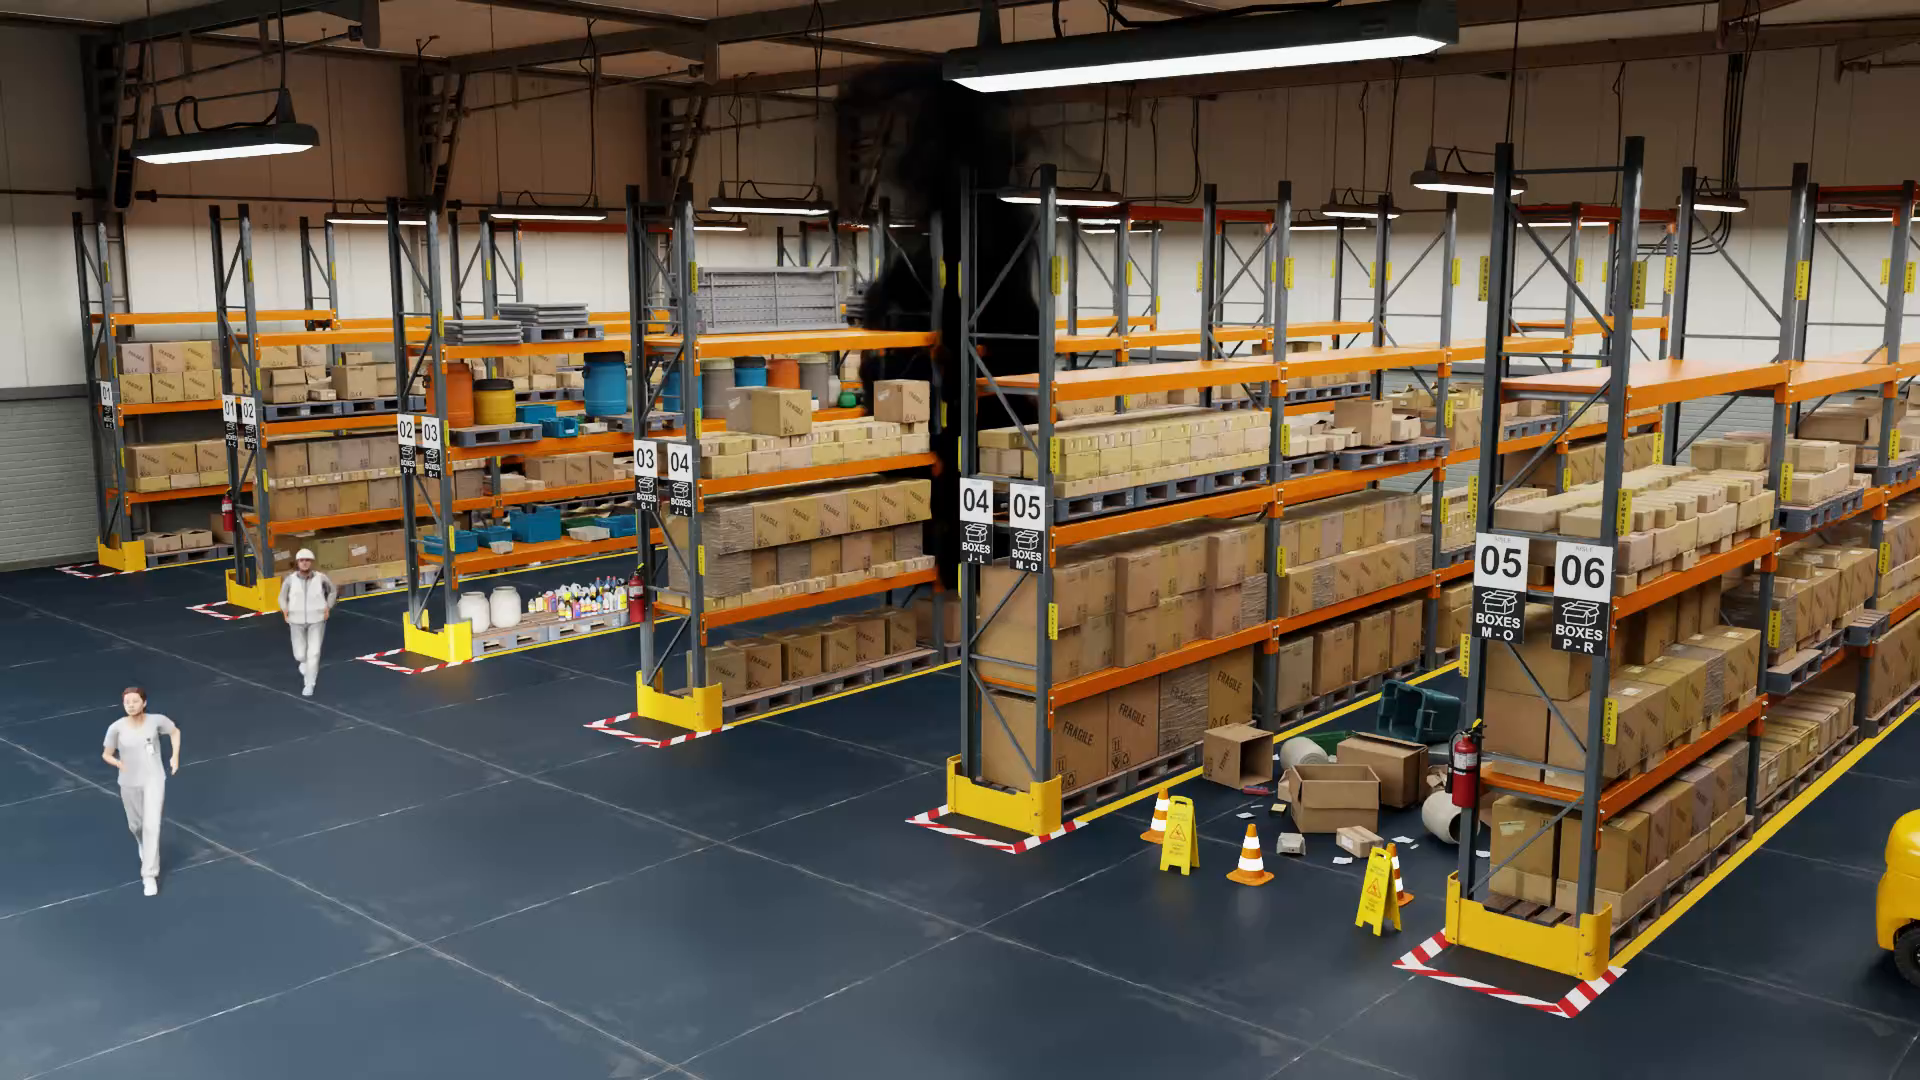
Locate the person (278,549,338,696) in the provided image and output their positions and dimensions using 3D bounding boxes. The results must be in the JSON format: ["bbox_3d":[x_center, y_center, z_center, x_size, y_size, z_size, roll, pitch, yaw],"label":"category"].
[{"bbox_3d":[-7.936,0.973,20.260,0.680,1.756,0.812,-3,10,-15],"label":"person"}]

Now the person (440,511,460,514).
[{"bbox_3d":[-9.109,-0.639,29.847,0.645,1.751,0.631,8,12,38],"label":"person"}]

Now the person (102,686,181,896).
[{"bbox_3d":[-6.854,2.043,13.958,0.580,1.645,1.013,-3,10,-20],"label":"person"}]
